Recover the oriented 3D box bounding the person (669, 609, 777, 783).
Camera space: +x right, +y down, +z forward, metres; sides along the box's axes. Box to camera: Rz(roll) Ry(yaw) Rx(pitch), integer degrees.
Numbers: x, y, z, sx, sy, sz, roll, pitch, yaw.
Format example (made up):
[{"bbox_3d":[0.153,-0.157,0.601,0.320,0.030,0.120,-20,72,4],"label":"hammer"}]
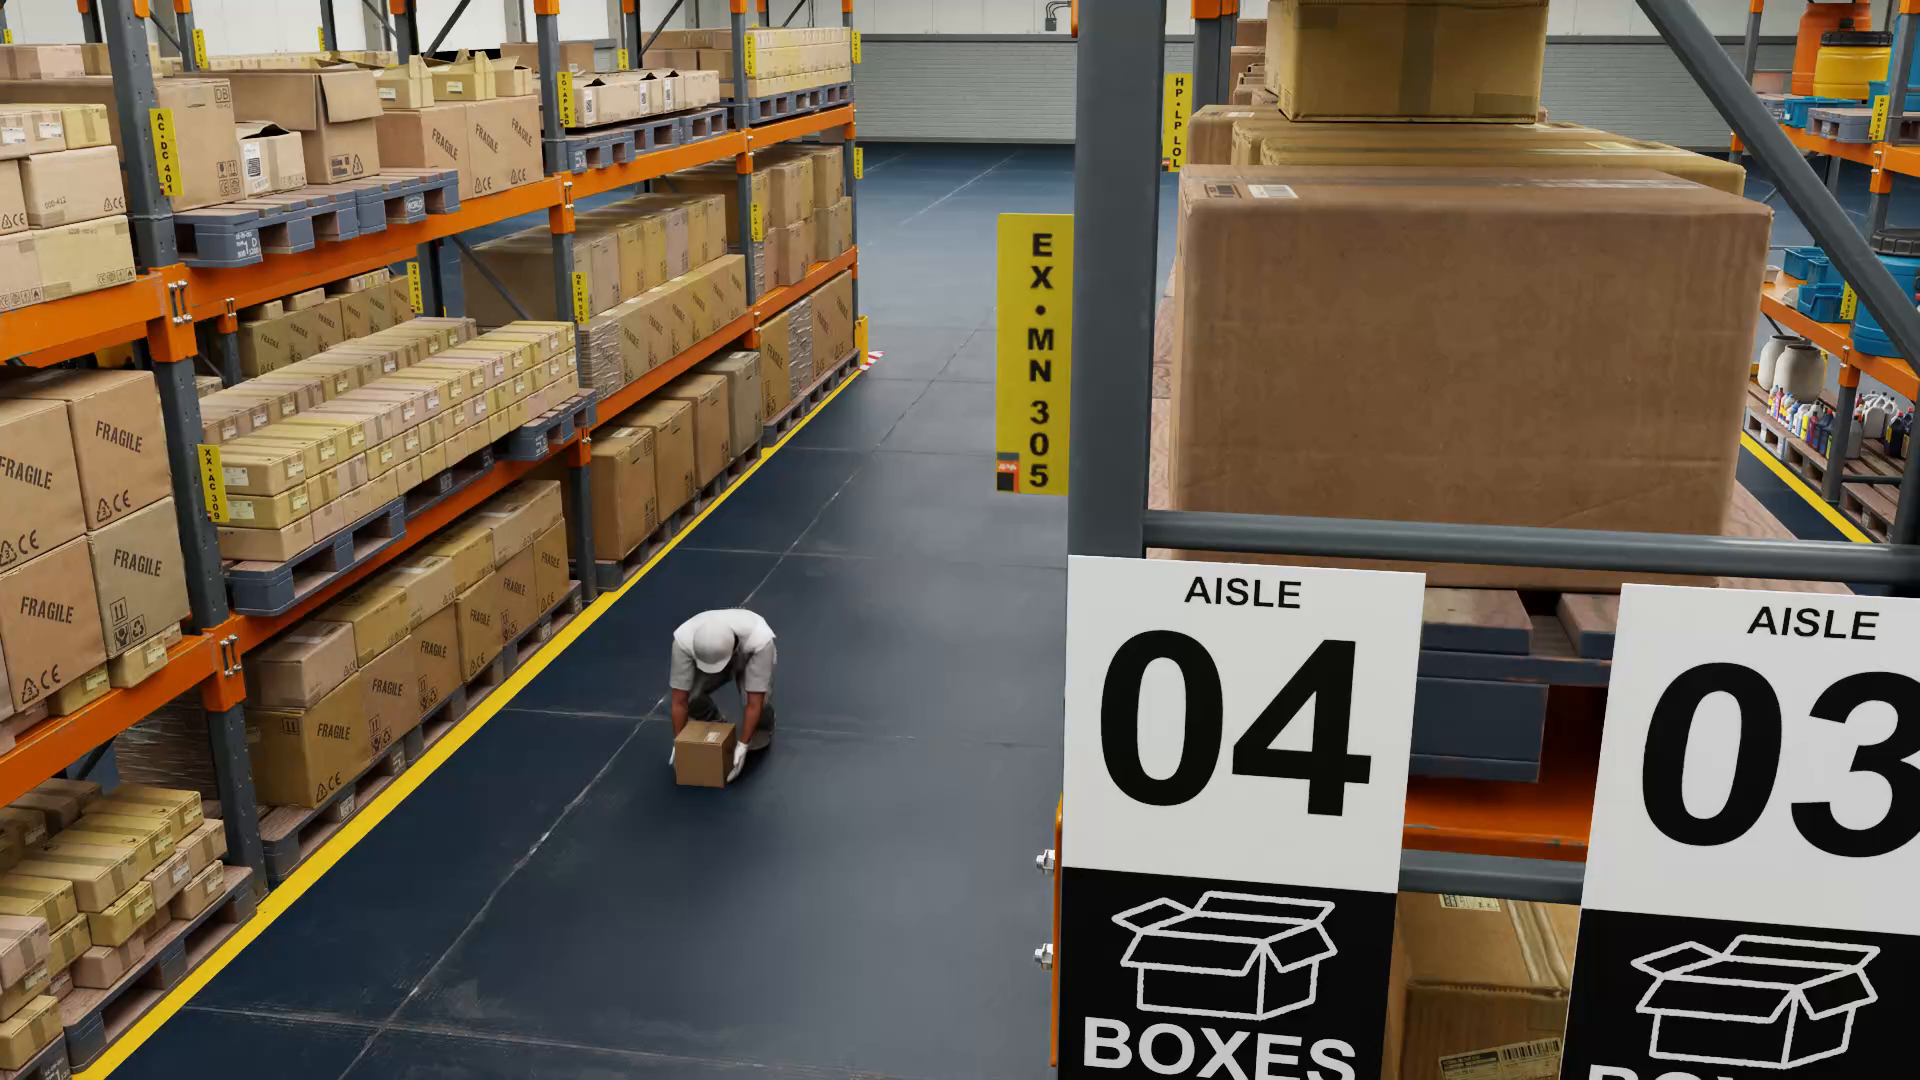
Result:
[{"bbox_3d":[-1.218,0.720,8.777,0.568,0.885,0.906,3,18,9],"label":"person"}]
